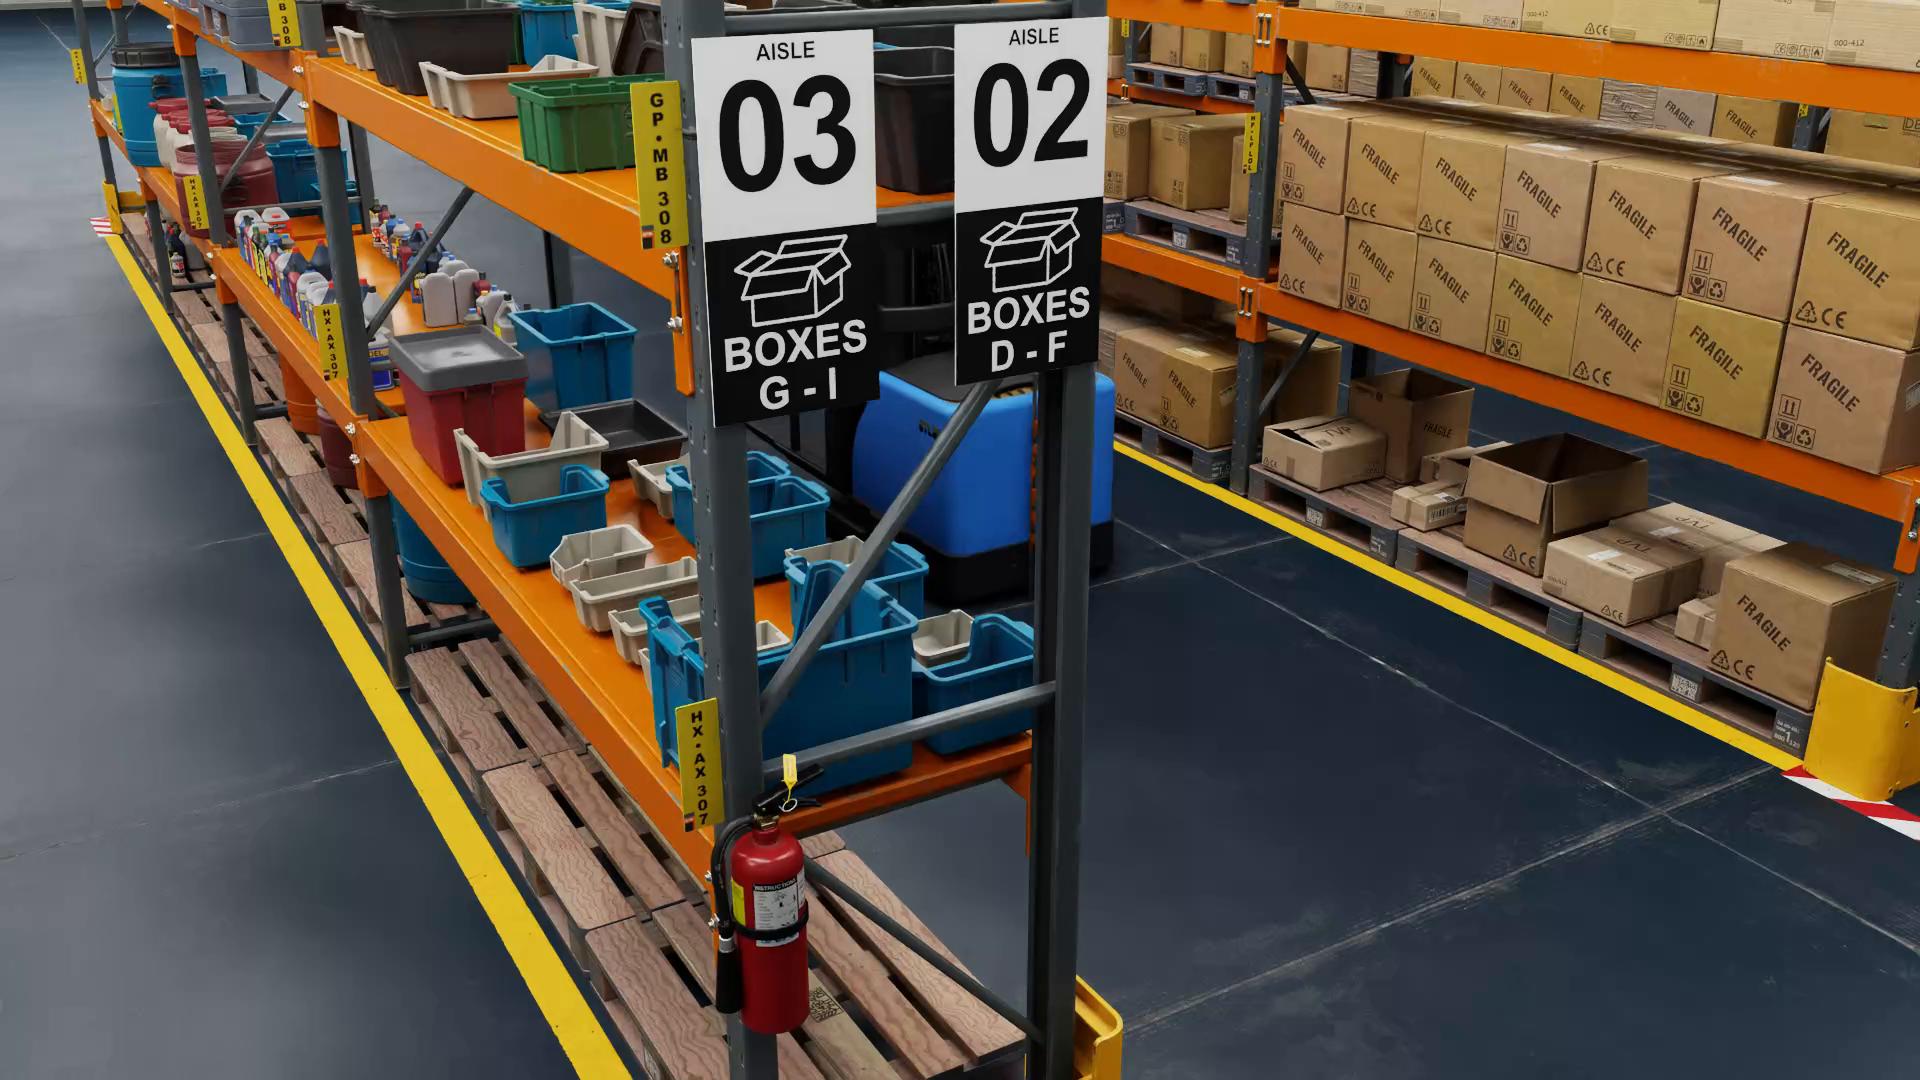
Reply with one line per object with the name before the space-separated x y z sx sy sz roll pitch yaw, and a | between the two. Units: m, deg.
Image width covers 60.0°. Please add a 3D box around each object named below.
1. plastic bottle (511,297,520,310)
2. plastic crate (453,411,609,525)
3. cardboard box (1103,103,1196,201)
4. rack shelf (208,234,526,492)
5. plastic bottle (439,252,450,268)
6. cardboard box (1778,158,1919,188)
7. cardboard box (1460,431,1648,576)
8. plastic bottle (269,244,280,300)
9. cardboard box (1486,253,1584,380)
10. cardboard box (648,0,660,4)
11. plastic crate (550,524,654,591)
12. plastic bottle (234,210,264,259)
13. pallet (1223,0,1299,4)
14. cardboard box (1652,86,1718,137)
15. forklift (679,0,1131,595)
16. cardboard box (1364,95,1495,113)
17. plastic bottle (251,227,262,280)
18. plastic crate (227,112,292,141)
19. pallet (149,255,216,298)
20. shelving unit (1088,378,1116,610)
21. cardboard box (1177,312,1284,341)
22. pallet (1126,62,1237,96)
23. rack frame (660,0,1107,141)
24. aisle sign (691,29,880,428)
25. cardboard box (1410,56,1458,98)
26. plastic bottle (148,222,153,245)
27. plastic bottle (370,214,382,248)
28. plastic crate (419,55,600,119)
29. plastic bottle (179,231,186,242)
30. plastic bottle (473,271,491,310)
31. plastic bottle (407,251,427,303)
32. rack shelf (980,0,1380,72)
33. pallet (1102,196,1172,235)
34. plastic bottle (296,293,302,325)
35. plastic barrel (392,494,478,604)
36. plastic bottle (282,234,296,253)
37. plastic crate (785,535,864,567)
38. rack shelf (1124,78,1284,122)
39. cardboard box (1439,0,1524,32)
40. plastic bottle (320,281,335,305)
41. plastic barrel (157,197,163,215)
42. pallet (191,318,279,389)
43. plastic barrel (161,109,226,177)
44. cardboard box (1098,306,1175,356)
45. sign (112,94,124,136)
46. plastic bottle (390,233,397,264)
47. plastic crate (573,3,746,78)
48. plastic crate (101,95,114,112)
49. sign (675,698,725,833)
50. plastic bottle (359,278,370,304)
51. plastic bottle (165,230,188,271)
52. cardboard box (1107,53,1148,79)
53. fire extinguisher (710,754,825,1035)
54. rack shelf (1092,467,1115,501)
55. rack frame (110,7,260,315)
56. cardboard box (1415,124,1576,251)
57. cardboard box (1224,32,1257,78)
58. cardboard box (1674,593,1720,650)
plastic bottle | -2.189 -1.059 8.105 0.097 0.271 0.097 0 22 0
plastic crate | -1.555 -0.253 6.028 0.437 0.282 0.530 -13 25 -28
cardboard box | 1.128 -2.562 10.941 0.500 0.500 0.700 20 30 41
rack shelf | -3.198 -1.124 9.048 1.077 0.370 4.000 -13 25 -28
plastic bottle | -2.762 -1.422 8.998 0.097 0.271 0.097 0 22 0
cardboard box | 3.854 -1.338 7.159 0.500 0.500 0.500 -12 25 -28
cardboard box | 3.048 -0.201 8.554 0.797 0.503 0.637 -13 25 -28
plastic bottle | -3.725 -1.465 9.088 0.061 0.283 0.133 -13 25 -28
cardboard box | 2.889 -1.098 7.897 0.500 0.500 0.500 -13 25 -29
cardboard box | -2.749 -5.466 16.921 0.700 0.500 0.500 -13 25 -28
plastic crate | -1.171 0.076 5.411 0.298 0.136 0.250 -13 25 -28
plastic bottle | -4.276 -1.845 10.031 0.152 0.276 0.135 -13 25 -28
pallet | 1.811 -3.288 9.684 1.213 0.211 1.003 -13 25 -28
cardboard box | 5.619 -3.173 12.580 0.500 0.500 0.500 -12 25 -28
forklift | -0.577 -1.492 9.091 3.031 2.935 1.130 15 26 32
cardboard box | 2.565 -2.157 9.174 0.500 0.500 0.500 -12 25 -28
plastic bottle | -4.011 -1.646 9.533 0.061 0.283 0.133 -13 25 -28
plastic crate | -5.432 -3.095 12.963 0.392 0.384 0.575 -13 25 -28
pallet | -6.570 -2.333 14.771 1.003 0.211 1.213 -13 25 -28
shelving unit | 0.632 -0.216 8.229 0.258 1.200 0.189 2 30 5
cardboard box | 1.764 -1.181 10.969 0.500 0.500 0.500 -12 25 -27
pallet | 2.520 -4.941 17.738 1.003 0.211 1.213 -13 25 -28
rack frame | -0.133 -2.294 3.005 1.000 3.000 0.127 -13 25 -28
aisle sign | -0.348 -0.640 3.449 0.394 0.787 0.004 -13 25 -28
cardboard box | 4.326 -3.997 14.607 0.500 0.500 0.500 -12 25 -27
plastic bottle | -7.473 -2.876 15.444 0.097 0.271 0.097 0 22 0
plastic bottle | -3.603 -1.923 10.322 0.097 0.201 0.097 0 22 0
plastic crate | -1.402 -1.404 5.147 0.437 0.136 0.530 -13 25 -28
plastic bottle | -6.823 -2.593 14.741 0.152 0.276 0.135 -13 25 -28
plastic bottle | -2.450 -1.244 8.543 0.061 0.283 0.133 -13 25 -28
plastic bottle | -2.936 -1.426 9.007 0.097 0.271 0.097 0 22 0
rack shelf | 1.062 -3.465 10.825 1.077 0.370 4.000 -13 25 -28
pallet | 1.038 -2.339 11.336 1.003 0.211 1.213 -13 25 -28
plastic bottle | -3.370 -1.216 8.582 0.097 0.201 0.097 0 22 0
plastic barrel | -2.440 -0.212 8.077 0.600 0.901 0.708 -13 25 -28
plastic bottle | -3.942 -1.691 9.751 0.097 0.201 0.097 0 22 0
plastic crate | -0.415 0.097 5.360 0.250 0.136 0.298 -13 25 -28
rack shelf | 3.276 -4.324 16.922 1.077 0.370 4.000 -13 25 -28
cardboard box | 2.626 -2.552 7.821 0.500 0.250 0.500 -13 25 -28
plastic bottle | -3.022 -1.081 8.054 0.144 0.351 0.185 -13 25 -28
plastic barrel | -7.904 -3.538 16.778 0.421 0.512 0.421 0 22 0
pallet | -5.201 -1.465 12.637 1.003 0.211 1.213 -13 25 -28
plastic barrel | -5.588 -2.873 12.216 0.433 0.535 0.433 0 22 0
cardboard box | 1.084 -1.236 11.104 0.500 0.500 0.500 -12 25 -28
sign | -6.741 -3.425 13.388 0.100 0.325 0.005 -13 25 -28
plastic bottle | -3.336 -1.754 9.906 0.097 0.201 0.097 0 22 0
plastic crate | -1.000 -1.626 5.503 0.437 0.282 0.530 -13 25 -28
plastic crate | -8.126 -4.221 16.062 0.298 0.136 0.250 -13 25 -28
sign | -0.598 0.521 3.830 0.100 0.325 0.005 -13 25 -28
plastic bottle | -2.898 -1.109 8.122 0.144 0.351 0.185 -13 25 -28
plastic bottle | -6.840 -2.529 14.484 0.144 0.351 0.185 -13 26 -30
cardboard box | 1.752 -5.340 18.638 0.500 0.250 0.500 -13 25 -28
fire extinguisher | -0.447 0.830 3.884 0.296 0.674 0.183 -13 25 -28
rack shelf | 0.631 -0.282 8.191 0.258 0.103 0.180 2 30 5
rack frame | -6.263 -3.399 13.691 1.000 3.000 0.127 -13 25 -28
cardboard box | 2.609 -1.731 8.125 0.500 0.500 0.500 -13 26 -30
cardboard box | 3.127 -4.994 16.898 0.700 0.500 0.500 -9 24 -21
cardboard box | 3.508 0.365 7.608 0.380 0.166 0.250 -13 25 -28
